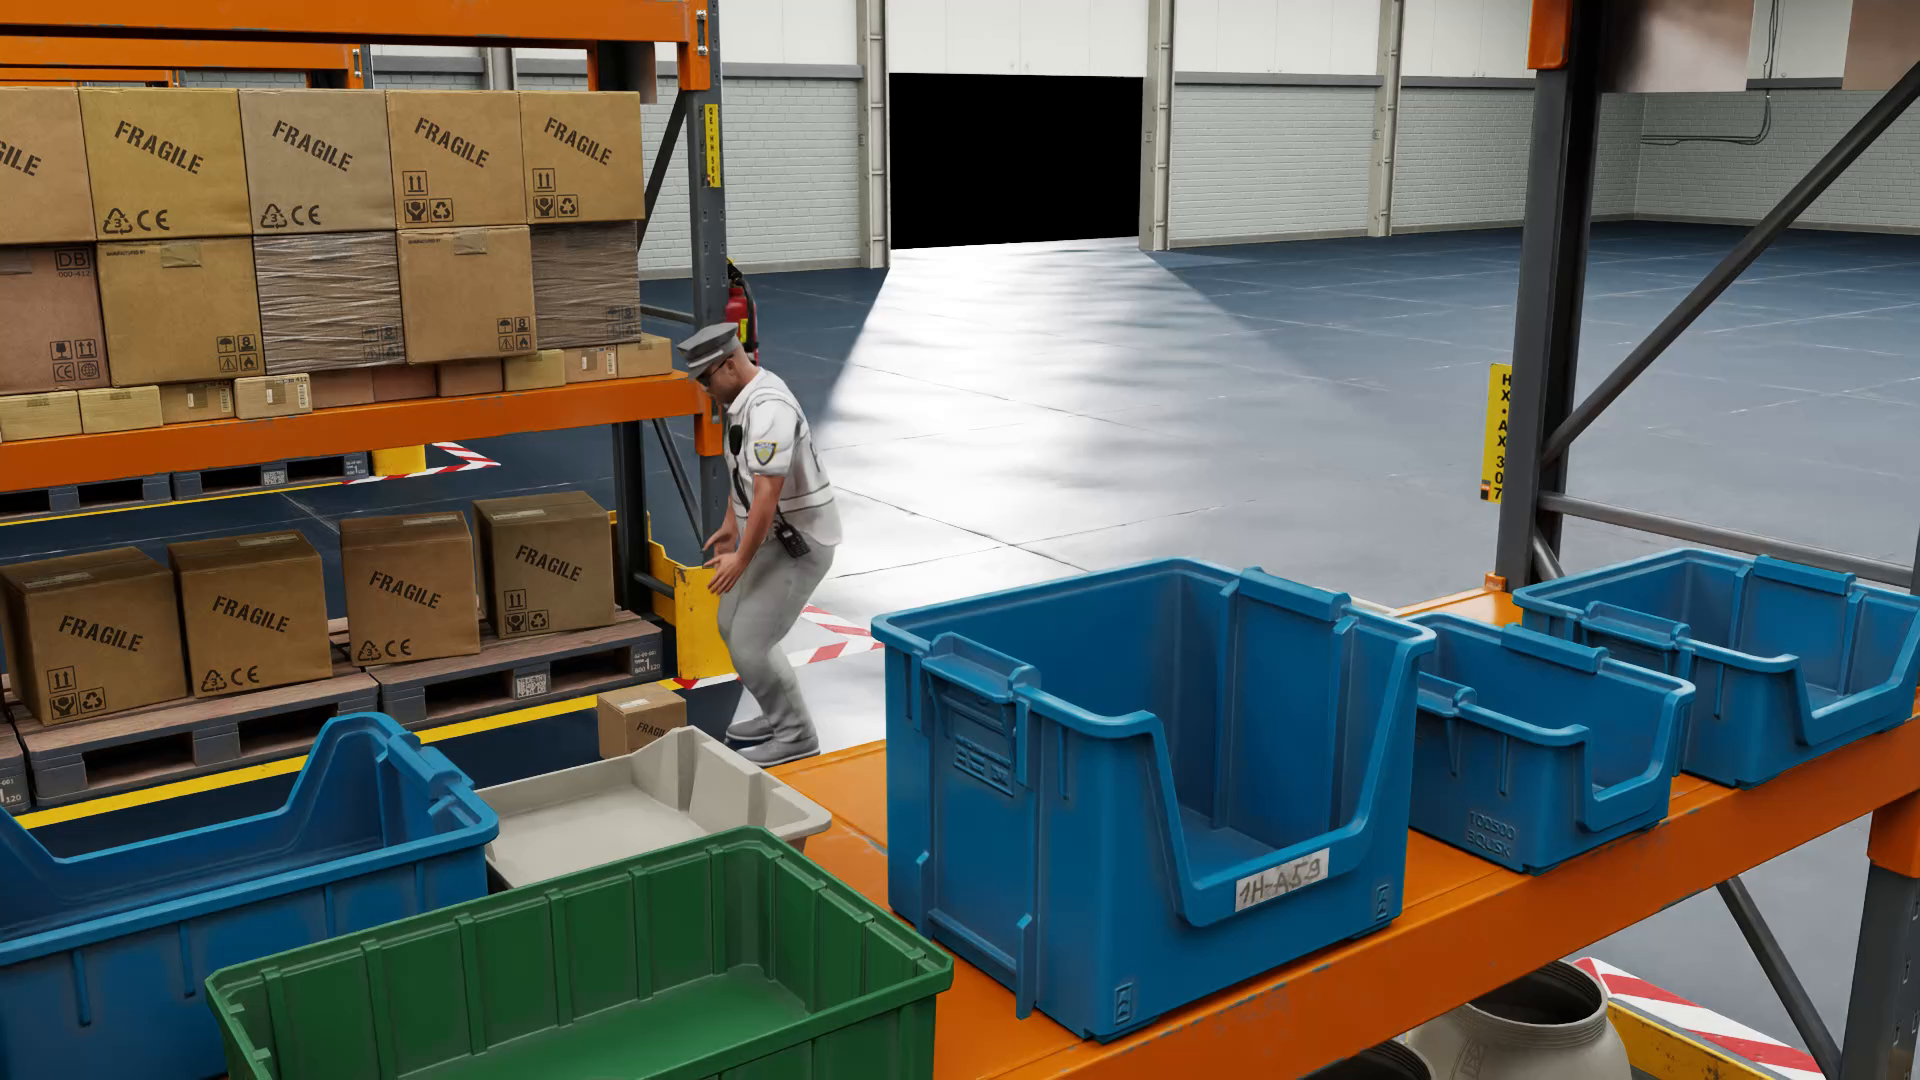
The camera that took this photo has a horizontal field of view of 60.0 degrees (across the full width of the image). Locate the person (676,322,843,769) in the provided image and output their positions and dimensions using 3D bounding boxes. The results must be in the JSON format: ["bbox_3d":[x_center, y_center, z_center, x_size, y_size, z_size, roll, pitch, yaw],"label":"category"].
[{"bbox_3d":[-0.730,0.015,6.167,0.585,1.650,0.571,-4,15,-13],"label":"person"}]
